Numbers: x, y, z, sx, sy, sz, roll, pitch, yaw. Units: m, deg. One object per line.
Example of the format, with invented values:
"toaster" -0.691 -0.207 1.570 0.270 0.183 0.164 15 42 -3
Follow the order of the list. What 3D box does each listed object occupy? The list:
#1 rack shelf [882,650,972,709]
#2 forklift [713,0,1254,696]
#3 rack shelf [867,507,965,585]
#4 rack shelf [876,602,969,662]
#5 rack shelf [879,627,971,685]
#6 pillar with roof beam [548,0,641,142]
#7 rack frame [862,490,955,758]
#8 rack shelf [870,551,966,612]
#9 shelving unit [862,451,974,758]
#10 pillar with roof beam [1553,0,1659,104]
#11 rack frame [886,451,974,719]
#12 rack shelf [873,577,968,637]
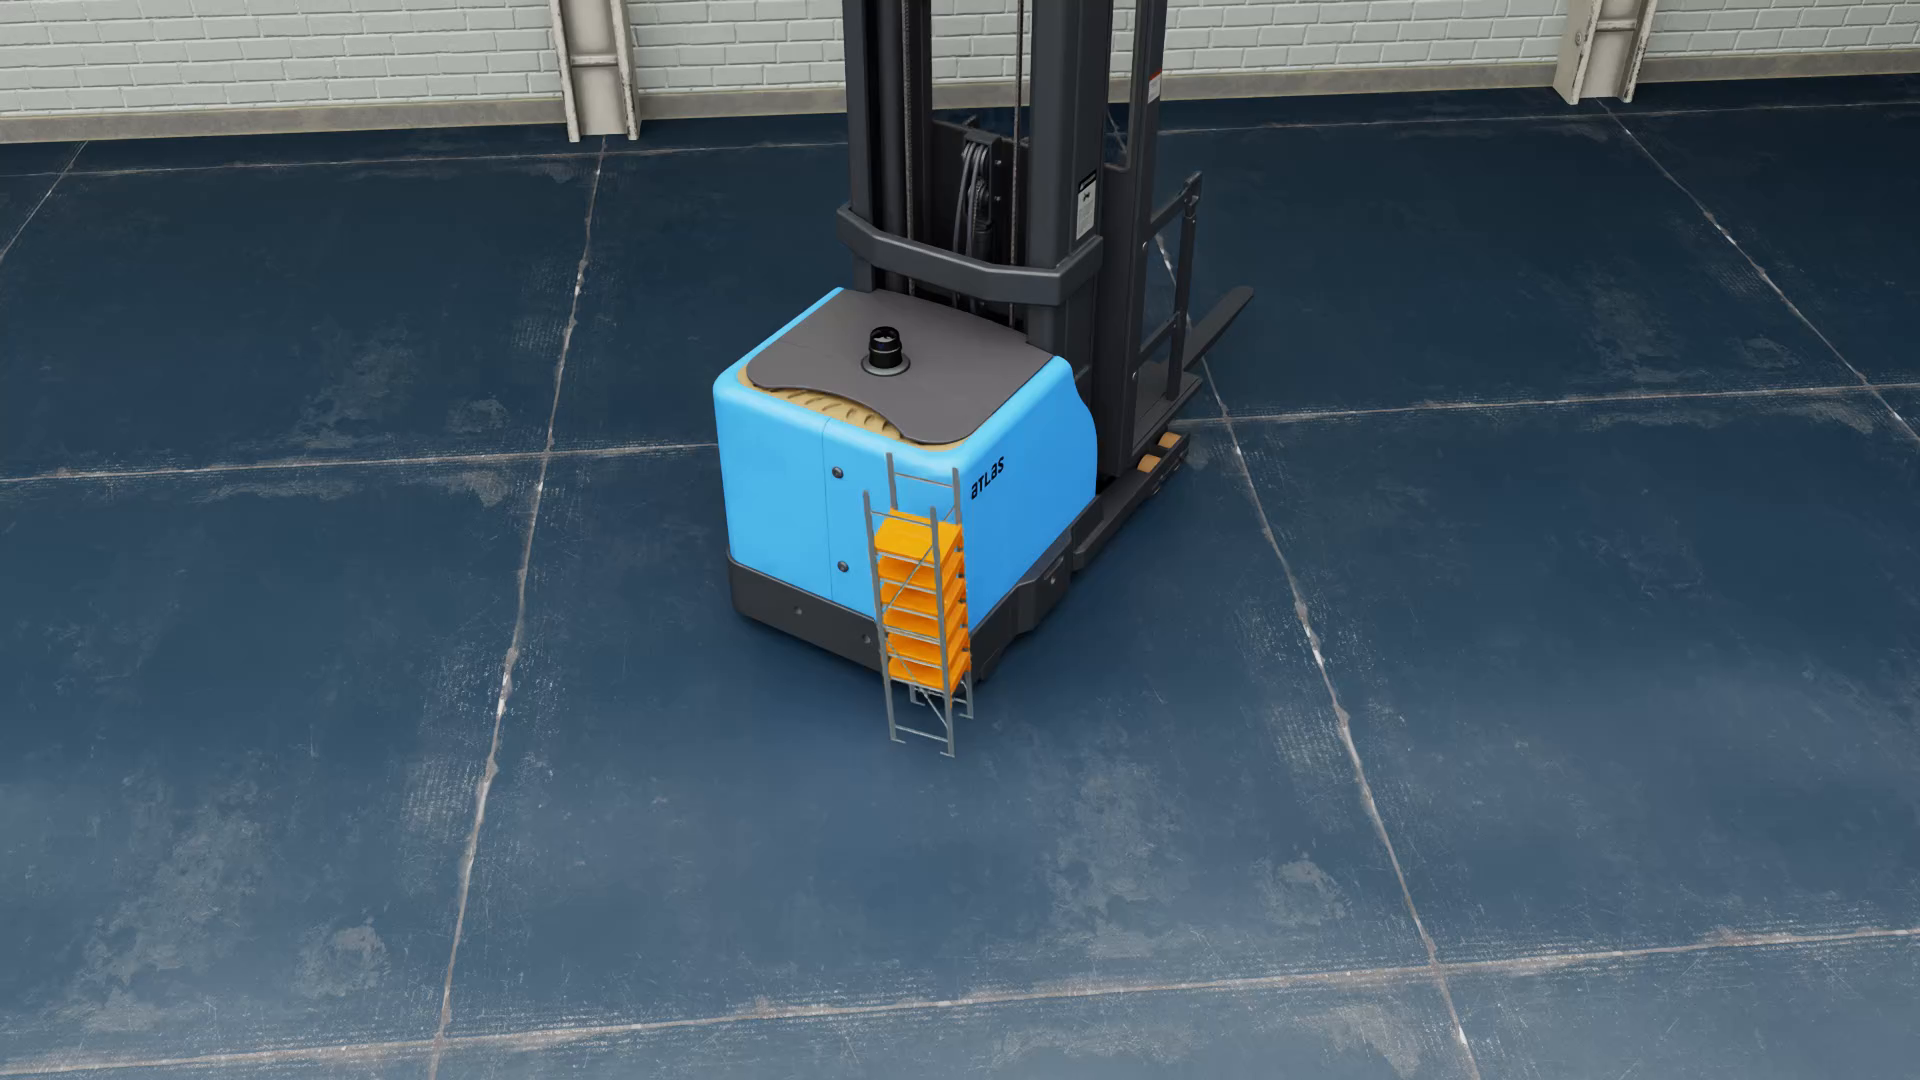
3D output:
"rack shelf" -0.111 0.445 5.662 0.258 0.103 0.180 14 47 17
"forklift" 0.325 -1.481 6.260 1.130 2.935 3.031 21 43 24
"rack shelf" -0.137 0.018 5.240 0.258 0.103 0.180 14 47 17
"rack shelf" -0.122 0.274 5.493 0.258 0.103 0.180 14 47 17
"rack shelf" -0.116 0.359 5.577 0.258 0.103 0.180 14 47 17
"pillar with roof beam" -1.709 -3.301 3.669 0.400 9.000 9.100 -3 38 -4
"rack frame" -0.157 0.303 5.402 0.240 1.200 0.006 14 47 17
"rack shelf" -0.132 0.104 5.325 0.258 0.103 0.180 14 47 17
"shelving unit" -0.123 0.243 5.462 0.258 1.200 0.189 14 47 17
"pillar with roof beam" 4.267 -3.630 4.086 0.400 9.000 9.100 -3 38 -4
"rack frame" -0.090 0.182 5.521 0.240 1.200 0.006 14 47 17
"rack shelf" -0.127 0.189 5.409 0.258 0.103 0.180 14 47 17
